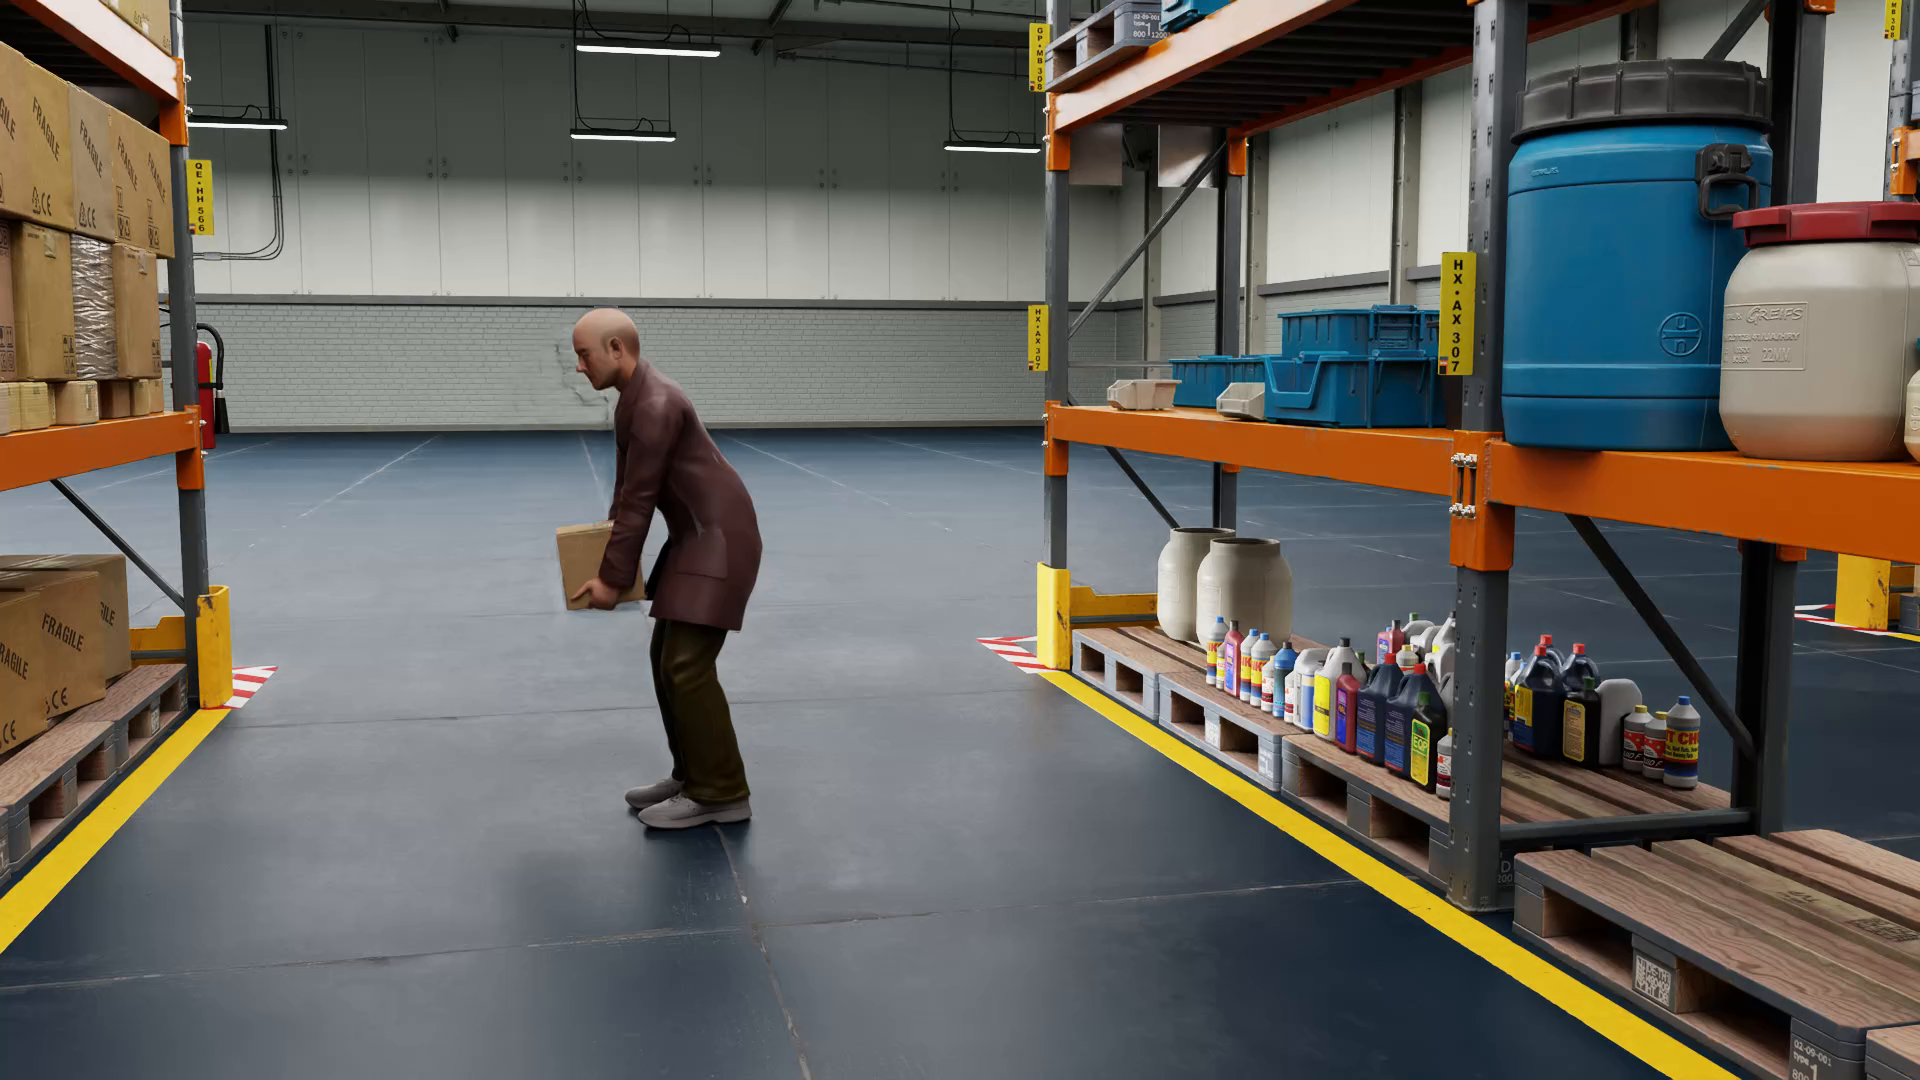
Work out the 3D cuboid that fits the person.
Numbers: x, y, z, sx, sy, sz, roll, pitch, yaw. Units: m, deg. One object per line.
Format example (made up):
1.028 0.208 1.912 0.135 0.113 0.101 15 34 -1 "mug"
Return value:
-0.970 0.087 5.500 0.625 1.691 0.540 -1 6 -14 "person"
